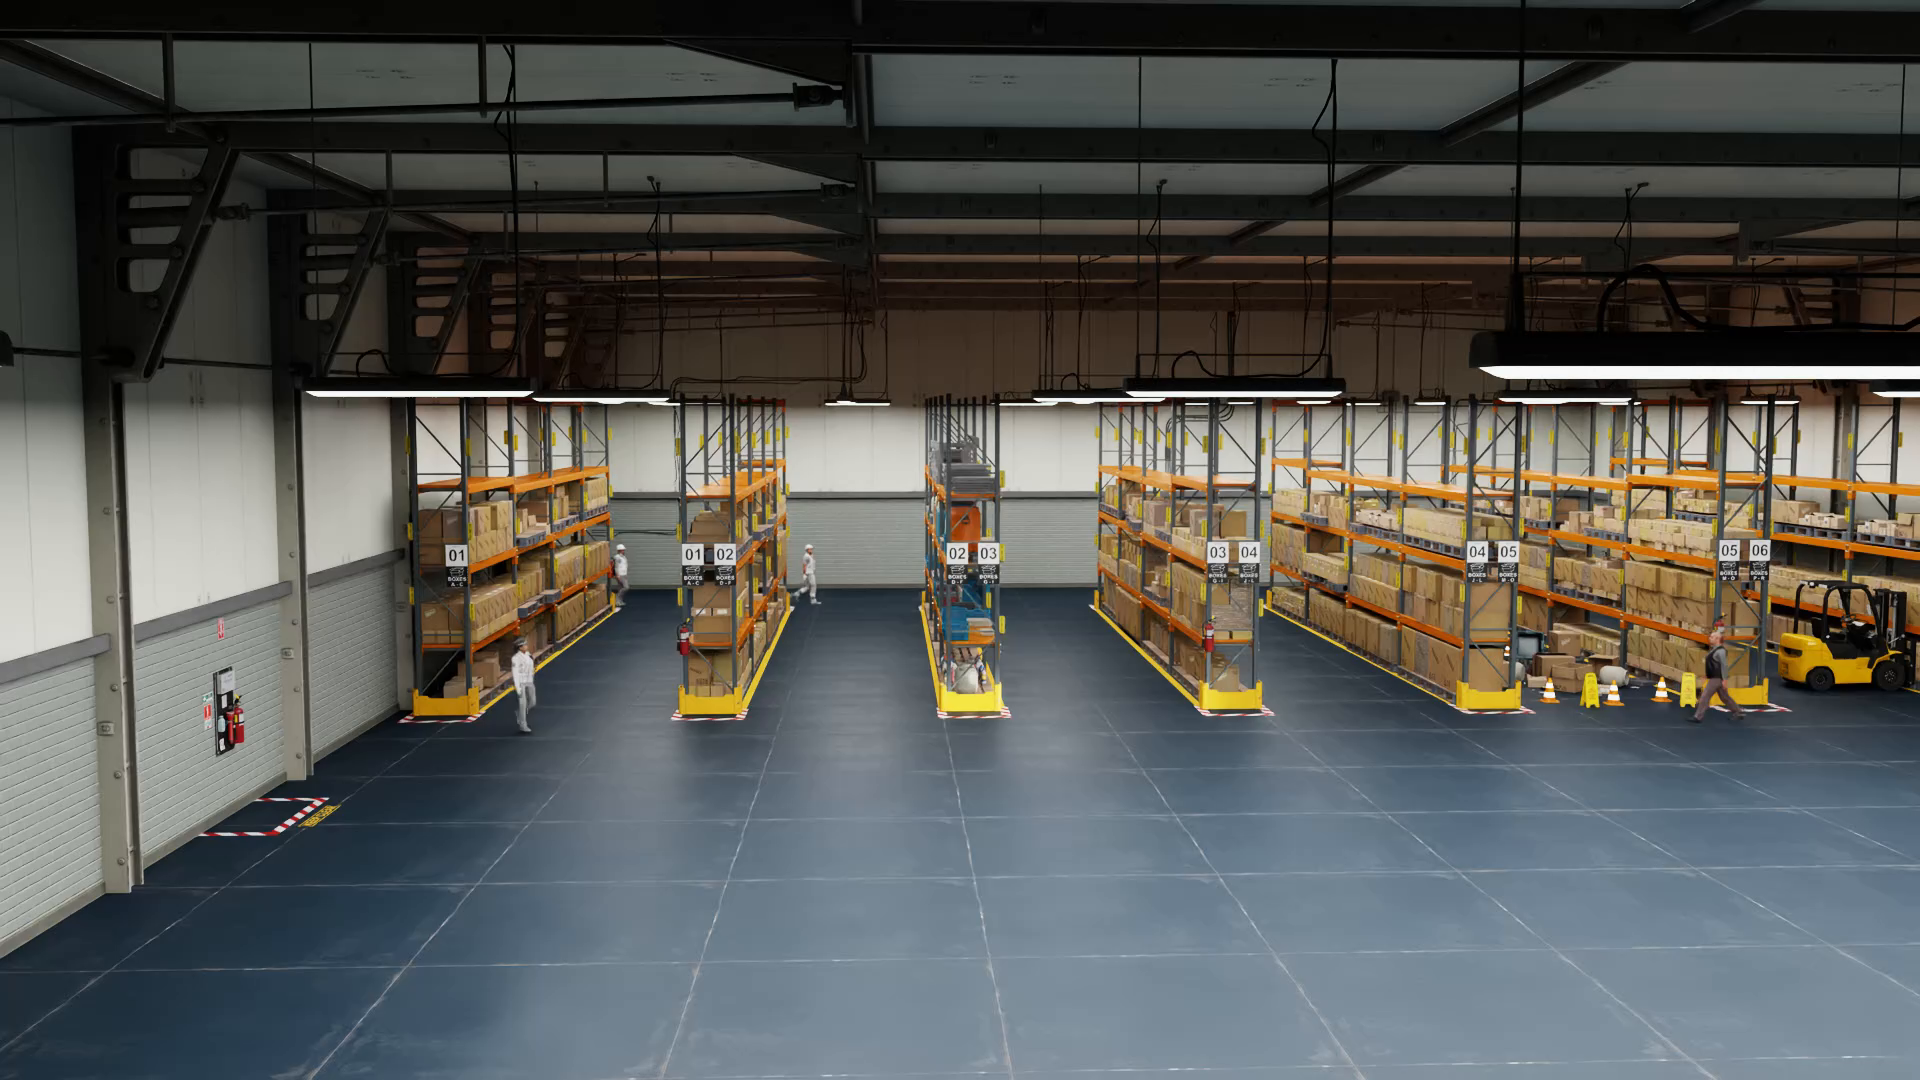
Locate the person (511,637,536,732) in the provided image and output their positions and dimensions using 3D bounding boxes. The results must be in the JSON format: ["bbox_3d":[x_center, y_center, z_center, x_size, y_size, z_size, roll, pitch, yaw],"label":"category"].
[{"bbox_3d":[-7.772,2.538,29.485,0.544,1.674,0.475,4,6,41],"label":"person"}]

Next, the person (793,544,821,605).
[{"bbox_3d":[-4.459,1.008,48.396,0.832,1.772,0.495,-1,5,-7],"label":"person"}]

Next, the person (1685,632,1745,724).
[{"bbox_3d":[13.702,2.502,30.146,1.070,1.674,0.543,1,5,11],"label":"person"}]

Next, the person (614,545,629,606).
[{"bbox_3d":[-9.809,1.019,48.201,0.431,1.779,0.558,0,5,-5],"label":"person"}]
